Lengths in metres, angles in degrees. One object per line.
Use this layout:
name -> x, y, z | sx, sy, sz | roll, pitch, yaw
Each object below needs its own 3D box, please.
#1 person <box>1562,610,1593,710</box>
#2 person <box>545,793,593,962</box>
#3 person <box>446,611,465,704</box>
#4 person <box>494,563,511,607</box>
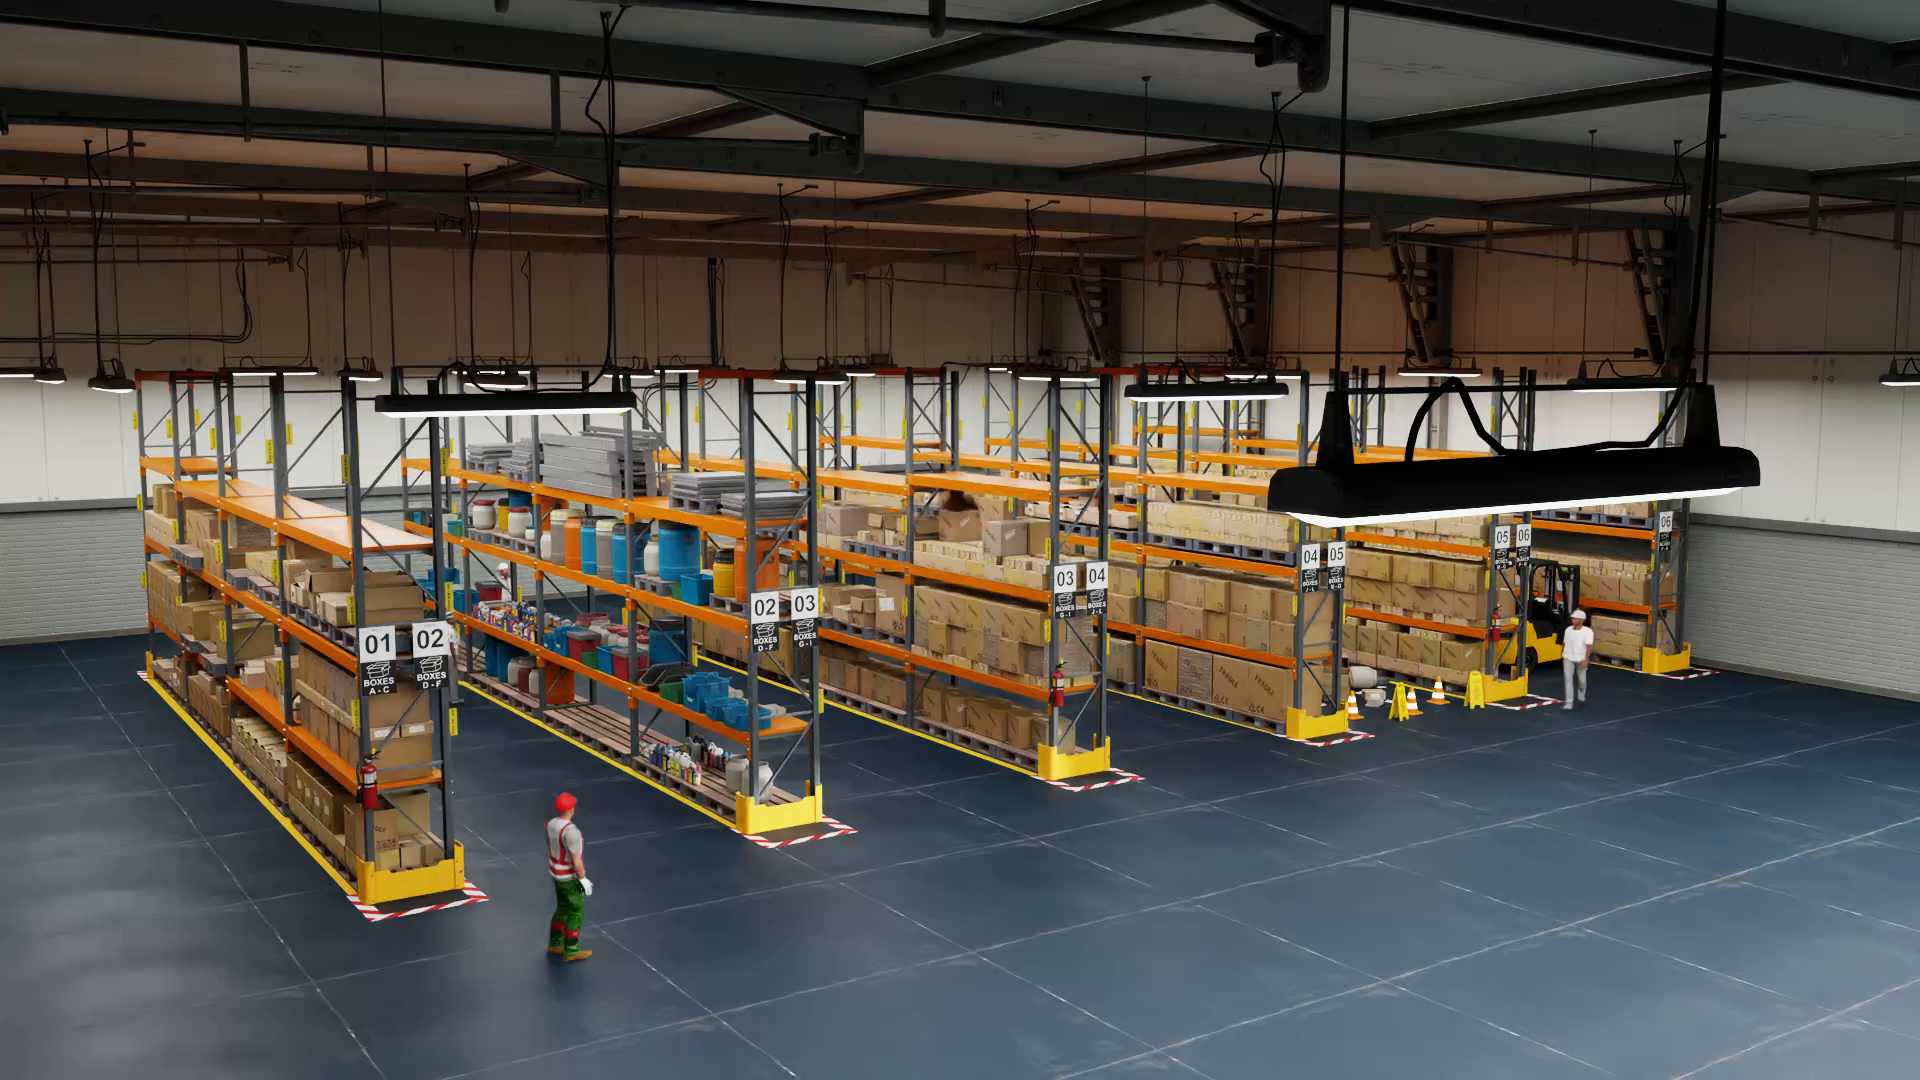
person -> 11.015, 2.122, 29.674 | 0.521, 1.733, 0.987 | 3, 7, 26
person -> -4.077, 3.520, 17.345 | 0.425, 1.822, 0.615 | -3, 7, -28
person -> -9.177, 2.104, 29.982 | 0.391, 1.680, 0.519 | -5, 8, -38
person -> -9.875, 1.359, 36.182 | 0.973, 1.724, 0.563 | 5, 8, 40
